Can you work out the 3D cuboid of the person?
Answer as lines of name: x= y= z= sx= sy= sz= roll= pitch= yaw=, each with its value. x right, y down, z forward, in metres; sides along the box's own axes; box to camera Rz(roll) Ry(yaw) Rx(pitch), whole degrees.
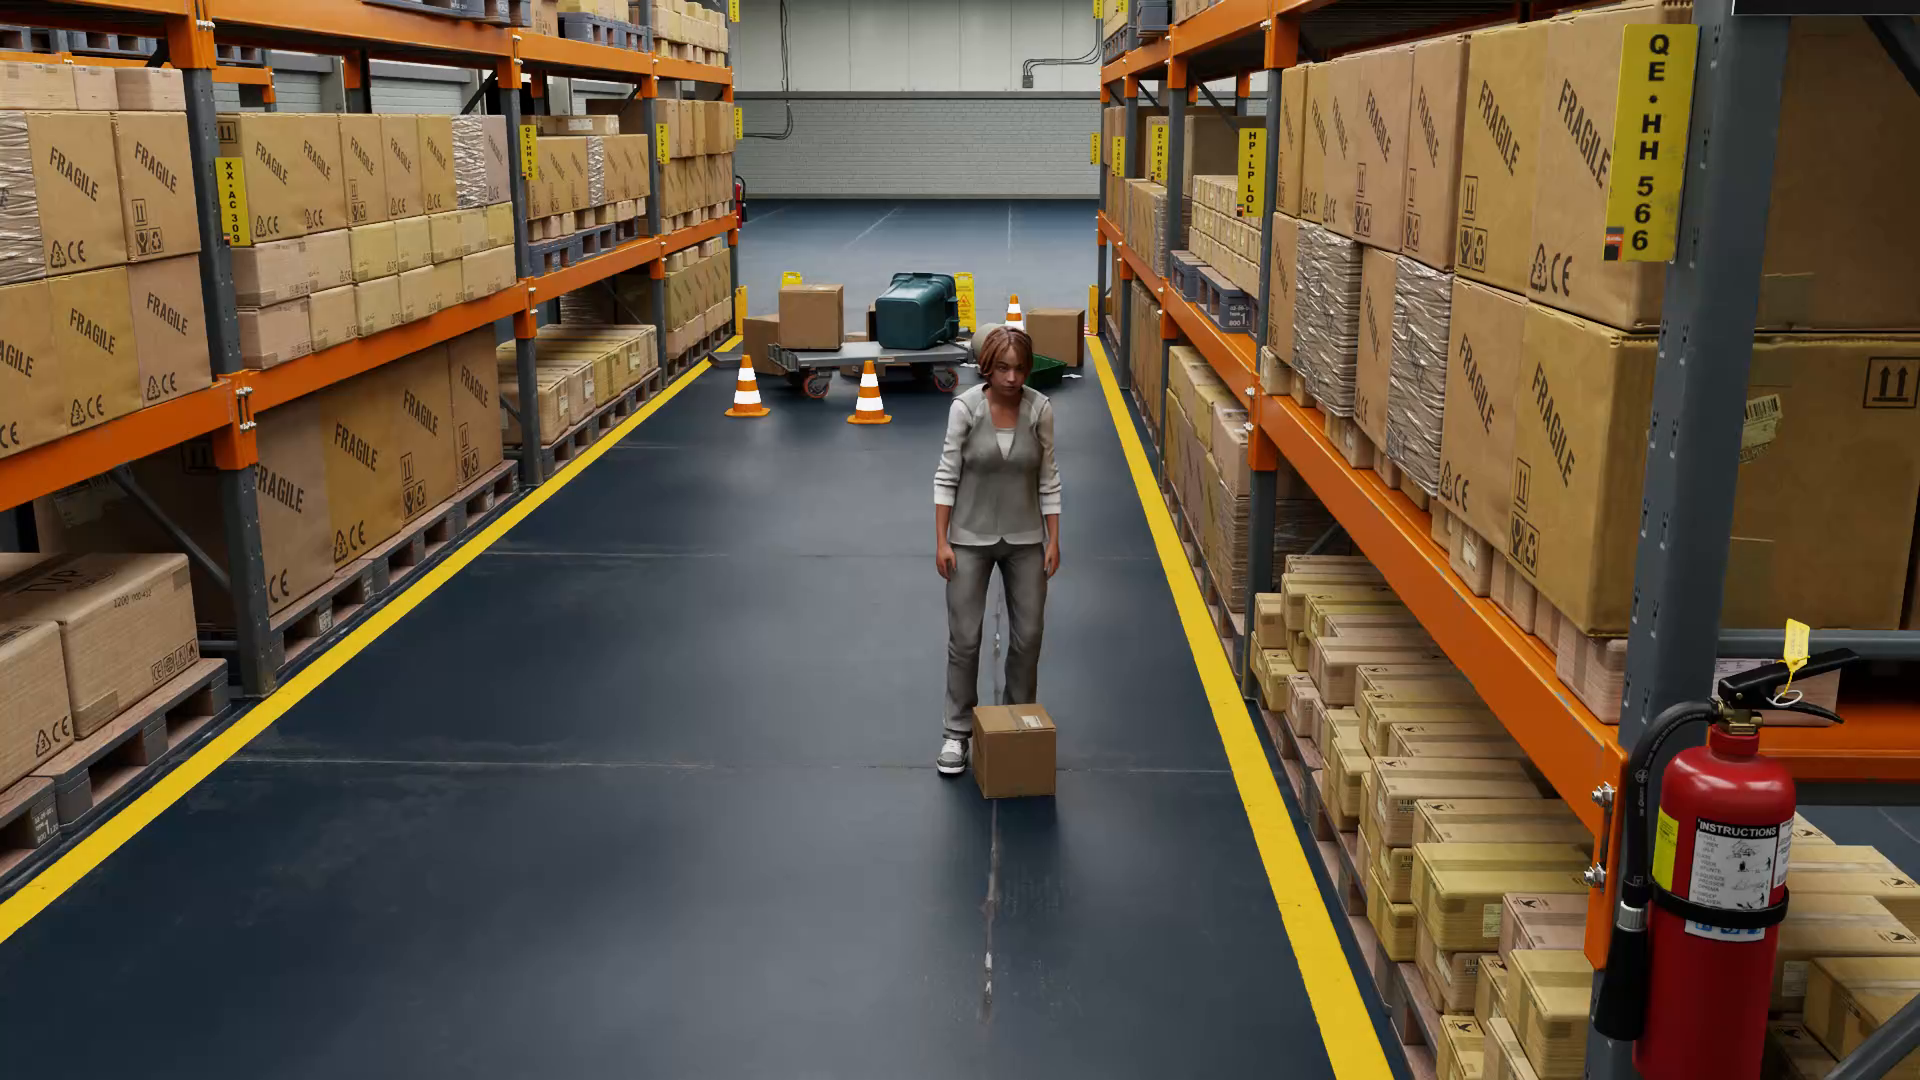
person: x=0.135 y=0.031 z=5.904 sx=0.461 sy=1.593 sz=0.345 roll=-2 pitch=14 yaw=-8
